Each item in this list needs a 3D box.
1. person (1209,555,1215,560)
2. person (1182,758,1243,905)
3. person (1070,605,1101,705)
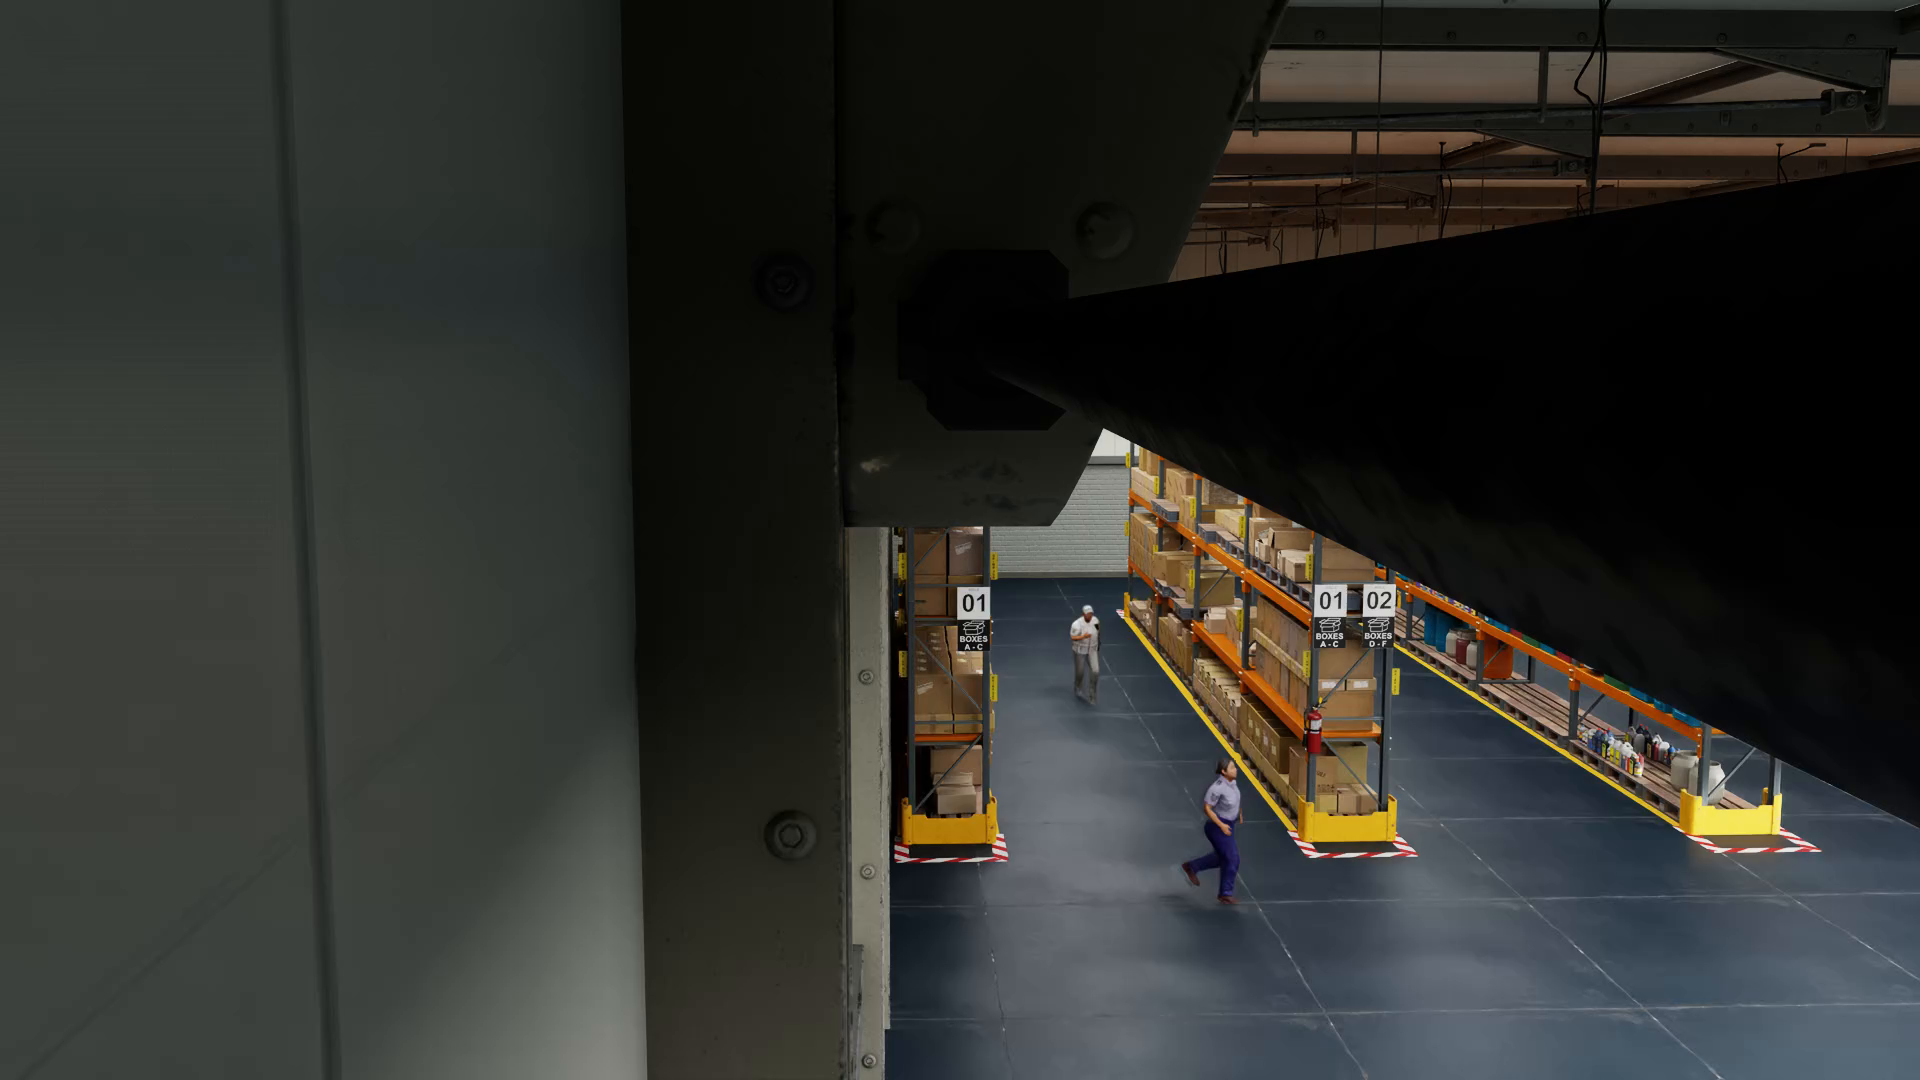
[{"bbox_3d":[5.393,0.739,36.951,0.696,1.753,1.067,-6,9,-37],"label":"person"},{"bbox_3d":[2.808,3.197,18.382,0.708,1.658,0.603,3,8,24],"label":"person"},{"bbox_3d":[2.112,1.935,28.145,0.587,1.729,0.838,-1,7,-11],"label":"person"}]
